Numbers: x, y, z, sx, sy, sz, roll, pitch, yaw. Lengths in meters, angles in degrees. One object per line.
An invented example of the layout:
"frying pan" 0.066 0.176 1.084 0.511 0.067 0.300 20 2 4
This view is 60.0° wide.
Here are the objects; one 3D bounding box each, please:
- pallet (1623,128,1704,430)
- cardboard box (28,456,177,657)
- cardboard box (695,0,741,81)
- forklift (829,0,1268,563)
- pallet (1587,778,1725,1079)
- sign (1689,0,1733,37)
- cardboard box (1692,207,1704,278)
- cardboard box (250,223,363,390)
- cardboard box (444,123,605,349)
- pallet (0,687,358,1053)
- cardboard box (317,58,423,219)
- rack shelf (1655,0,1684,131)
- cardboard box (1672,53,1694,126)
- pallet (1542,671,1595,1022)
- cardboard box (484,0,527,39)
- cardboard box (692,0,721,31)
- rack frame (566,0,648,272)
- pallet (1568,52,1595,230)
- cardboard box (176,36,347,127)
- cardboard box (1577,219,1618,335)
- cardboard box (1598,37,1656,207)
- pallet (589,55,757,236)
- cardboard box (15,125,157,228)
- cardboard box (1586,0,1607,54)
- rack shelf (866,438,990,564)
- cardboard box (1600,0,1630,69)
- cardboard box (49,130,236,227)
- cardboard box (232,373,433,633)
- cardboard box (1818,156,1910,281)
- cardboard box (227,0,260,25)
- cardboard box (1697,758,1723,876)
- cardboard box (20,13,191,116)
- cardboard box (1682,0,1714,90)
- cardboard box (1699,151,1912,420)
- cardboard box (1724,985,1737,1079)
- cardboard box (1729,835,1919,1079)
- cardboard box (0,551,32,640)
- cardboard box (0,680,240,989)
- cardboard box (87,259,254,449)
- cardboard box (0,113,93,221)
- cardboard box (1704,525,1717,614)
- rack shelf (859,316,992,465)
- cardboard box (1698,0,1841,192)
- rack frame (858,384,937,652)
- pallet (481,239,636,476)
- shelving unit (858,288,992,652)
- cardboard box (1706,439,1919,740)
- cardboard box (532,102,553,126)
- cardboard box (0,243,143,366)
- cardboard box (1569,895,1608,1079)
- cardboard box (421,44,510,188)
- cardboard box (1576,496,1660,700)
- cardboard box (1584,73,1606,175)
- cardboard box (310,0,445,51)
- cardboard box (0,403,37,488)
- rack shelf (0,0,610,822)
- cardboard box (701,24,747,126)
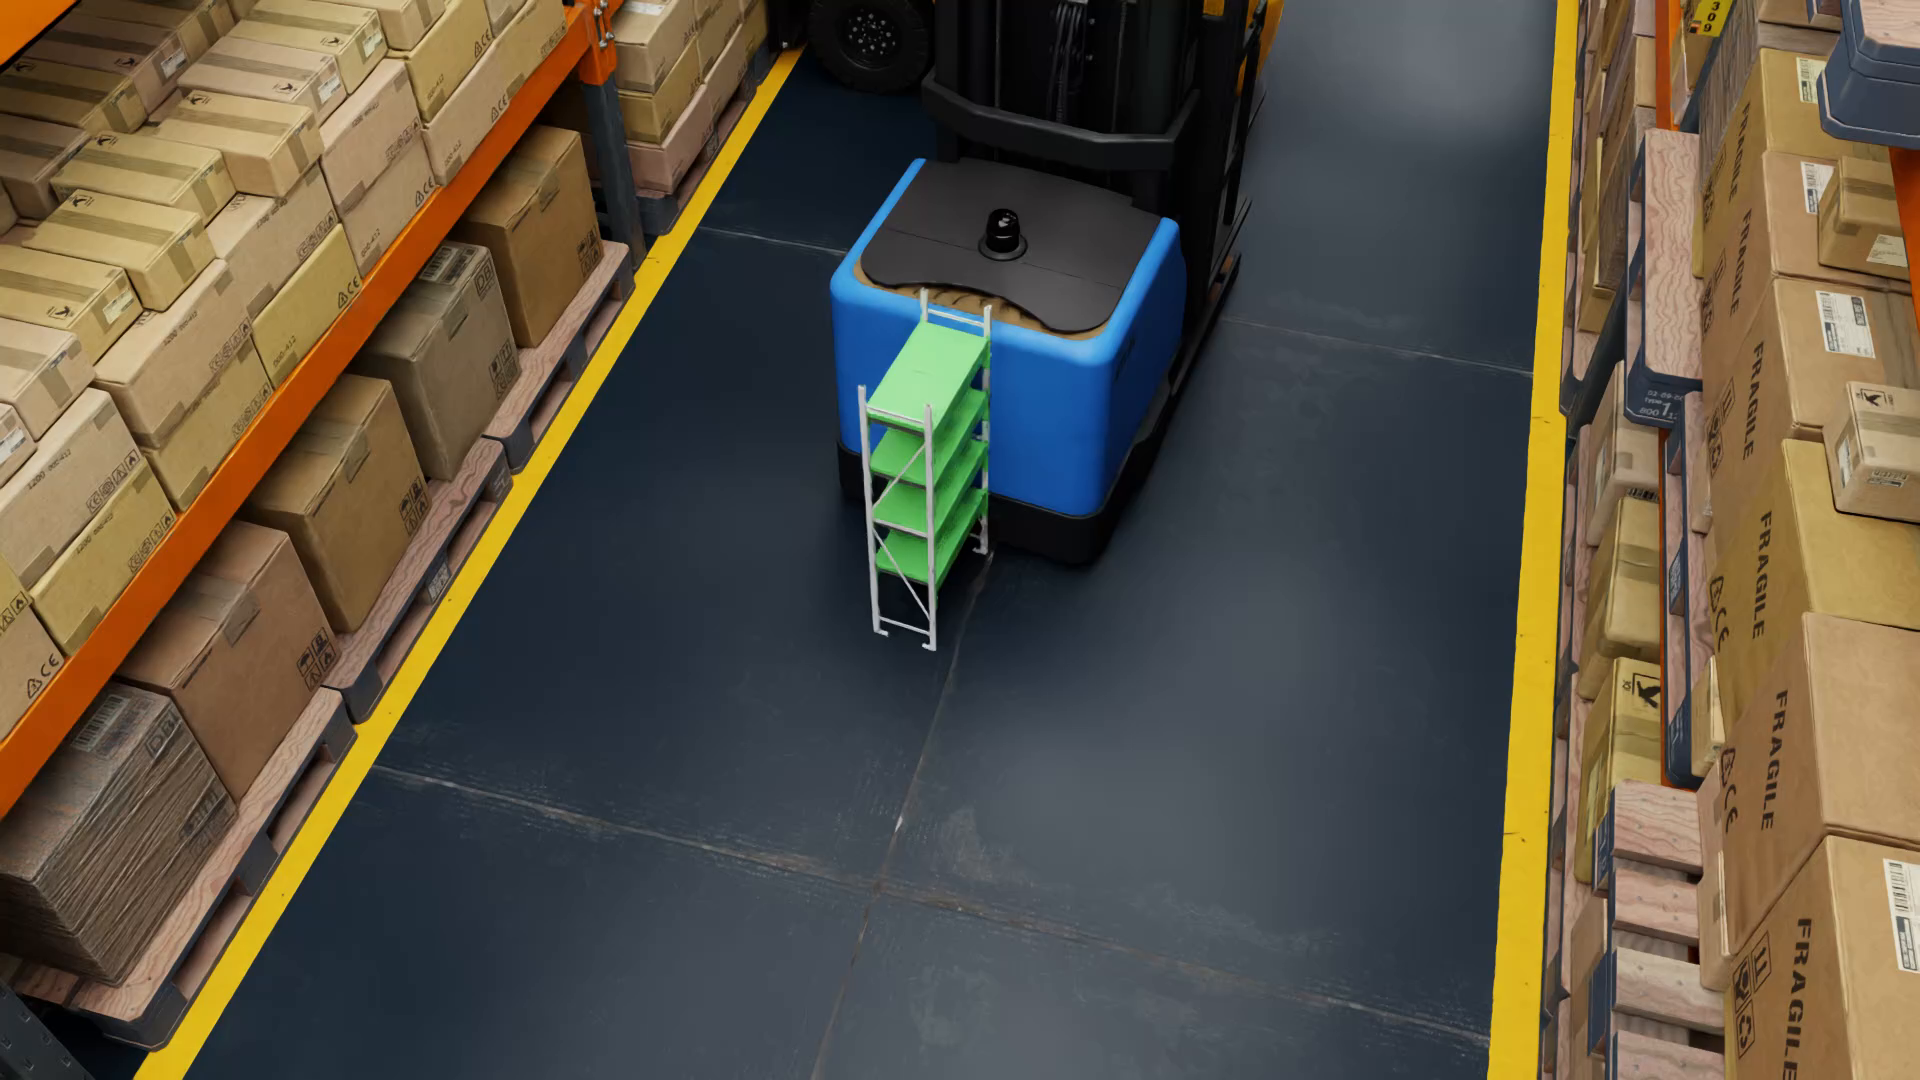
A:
"pallet" 2.565 -0.748 5.037 1.003 0.211 1.213 12 50 10
"cardboard box" -2.446 -0.005 4.354 0.500 0.250 0.500 11 49 9
"cardboard box" -1.327 -2.360 7.553 0.500 0.250 0.500 11 50 10
"forklift" 0.563 -2.015 6.073 1.130 2.935 3.031 17 51 14
"pallet" 1.938 1.085 3.420 1.213 0.211 1.003 12 50 10
"sign" 2.381 -1.723 5.193 0.100 0.325 0.005 12 50 10
"cardboard box" 2.382 -0.875 4.909 0.380 0.149 0.250 12 50 11
"cardboard box" -2.179 -0.754 5.014 0.500 0.250 0.500 13 50 11
"cardboard box" -2.010 -1.286 6.688 0.875 0.625 0.625 14 50 12
"pallet" -2.682 0.916 5.301 1.003 0.211 1.213 12 50 10
"cardboard box" -2.034 -1.280 5.146 0.500 0.250 0.500 12 50 11
"rack shelf" 3.433 -2.544 6.974 1.077 0.370 4.000 12 50 10
"cardboard box" 2.697 -1.545 5.780 0.380 0.149 0.250 11 50 10
"pallet" 2.384 1.036 5.195 1.003 0.211 1.213 12 50 10
"cardboard box" -1.766 -2.022 5.801 0.500 0.250 0.500 11 49 9
"cardboard box" -1.309 -2.528 7.367 0.500 0.250 0.500 12 50 10
"rack frame" -1.883 -2.312 6.290 1.000 3.000 0.127 12 50 10
"pallet" 3.368 -1.791 7.690 1.003 0.211 1.213 12 50 10
"cardboard box" -2.067 -1.339 4.932 0.380 0.149 0.250 12 50 10
"cardboard box" 2.803 -1.045 6.726 0.500 0.250 0.500 14 50 12
"cardboard box" 2.935 -1.662 6.770 0.500 0.500 0.500 12 50 11
"pallet" -1.633 -1.956 7.836 1.003 0.211 1.213 12 50 10
"cardboard box" -2.679 -1.009 4.906 0.500 0.250 0.500 11 49 9
"cardboard box" 3.339 -2.561 8.064 0.500 0.250 0.500 13 50 11
"rack shelf" -0.104 -0.167 5.682 0.258 0.148 0.480 17 51 14
"cardboard box" 3.201 -2.419 7.438 0.500 0.500 0.500 12 50 11
"cardboard box" -2.263 -0.982 4.617 0.380 0.149 0.250 12 50 10
"cardboard box" -2.417 -0.182 5.713 0.875 0.625 0.625 10 49 8
"cardboard box" 2.255 -0.744 3.928 0.380 0.149 0.250 14 50 12
"cardboard box" -2.418 -1.795 5.334 0.380 0.149 0.250 11 50 10
"cardboard box" 1.811 0.639 3.573 0.380 0.149 0.250 9 49 8
"cardboard box" -2.569 -1.436 5.018 0.380 0.149 0.250 11 50 10
"cardboard box" 2.783 -1.837 5.606 0.500 0.500 0.500 10 49 9
"cardboard box" 2.232 -0.606 4.239 0.500 0.500 0.500 11 50 10
"cardboard box" 1.714 1.010 3.245 0.380 0.149 0.250 12 50 11
"cardboard box" 1.705 0.904 2.906 0.500 0.500 0.500 10 49 9
"cardboard box" -2.559 0.198 3.842 0.500 0.250 0.500 12 50 10
"cardboard box" -2.759 0.780 4.865 0.875 0.625 0.625 13 50 11
"cardboard box" -2.295 -0.544 4.496 0.500 0.250 0.500 10 49 9
"cardboard box" -2.660 -1.056 4.682 0.380 0.149 0.250 13 50 11
"cardboard box" 2.044 0.082 4.064 0.380 0.149 0.250 10 49 9
"rack shelf" -0.105 -0.485 5.322 0.258 0.148 0.480 17 51 14
"cardboard box" 2.506 -1.323 4.872 0.500 0.500 0.500 13 50 11
"rack frame" -0.196 -0.040 5.484 0.240 1.200 0.015 17 51 14
"pallet" -2.039 -0.849 6.858 1.003 0.211 1.213 12 50 10
"shelving unit" -0.104 -0.209 5.634 0.258 1.200 0.503 17 51 14
"cardboard box" 1.962 0.162 3.561 0.500 0.500 0.500 9 49 7
"cardboard box" -1.953 -2.099 7.323 0.500 0.250 0.500 11 49 9
"cardboard box" -2.362 -0.603 4.282 0.380 0.149 0.250 12 50 10
"cardboard box" 2.198 1.347 4.534 0.950 0.372 0.625 11 49 9
"cardboard box" -1.890 -1.482 5.657 0.500 0.250 0.500 11 50 10
"cardboard box" 2.585 0.296 5.461 0.950 0.372 0.625 14 50 12
"cardboard box" 3.072 -1.799 7.391 0.500 0.250 0.500 12 50 11
"cardboard box" -1.866 -1.696 5.247 0.380 0.149 0.250 10 49 9
"cardboard box" -2.456 -0.223 3.947 0.380 0.149 0.250 13 50 11
"rack shelf" -2.410 -0.627 5.283 1.077 0.370 4.000 12 50 10
"cardboard box" -1.318 -2.196 7.741 0.500 0.250 0.500 11 49 9
